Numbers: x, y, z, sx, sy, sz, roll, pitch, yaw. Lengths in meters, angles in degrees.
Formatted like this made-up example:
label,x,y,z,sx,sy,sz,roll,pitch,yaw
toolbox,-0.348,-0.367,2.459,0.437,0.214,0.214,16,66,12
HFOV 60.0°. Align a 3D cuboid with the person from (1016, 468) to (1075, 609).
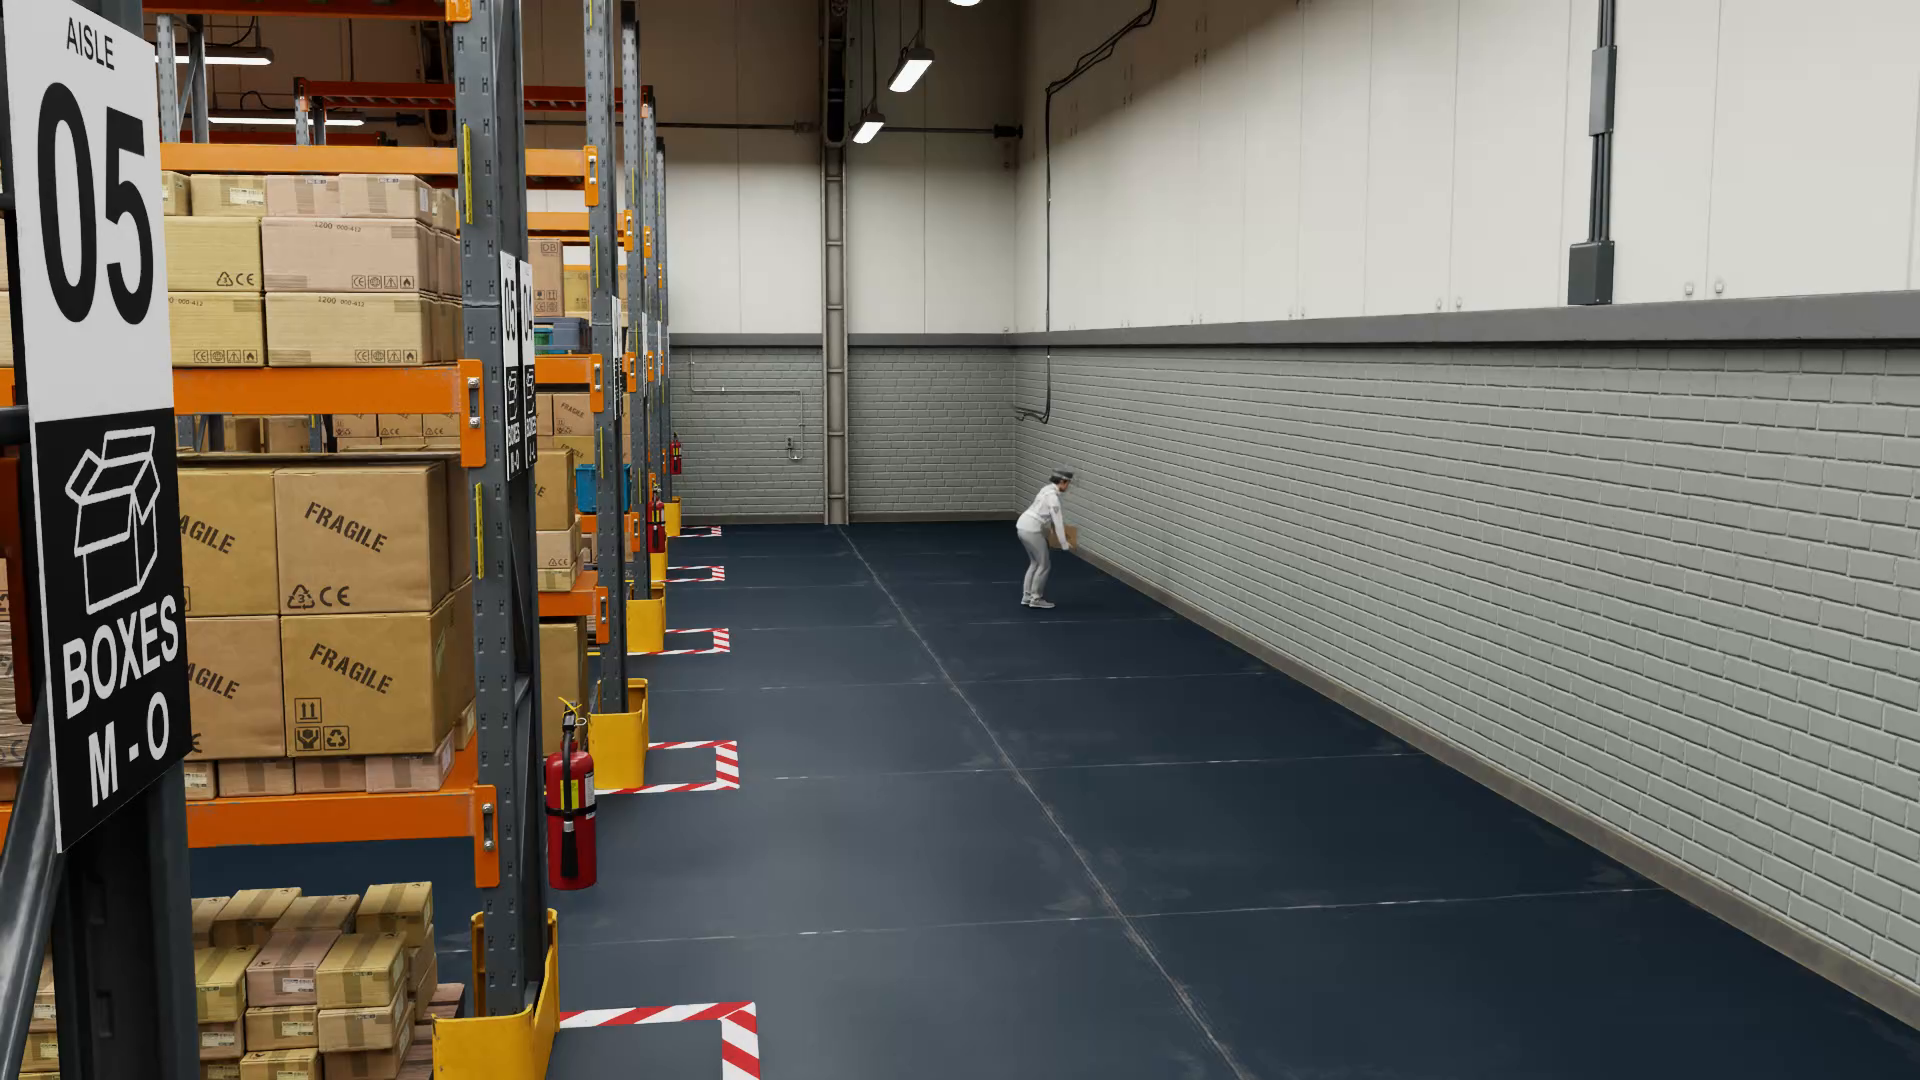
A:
label,x,y,z,sx,sy,sz,roll,pitch,yaw
person,0.950,-0.026,18.474,0.648,1.552,0.411,-1,7,-10
